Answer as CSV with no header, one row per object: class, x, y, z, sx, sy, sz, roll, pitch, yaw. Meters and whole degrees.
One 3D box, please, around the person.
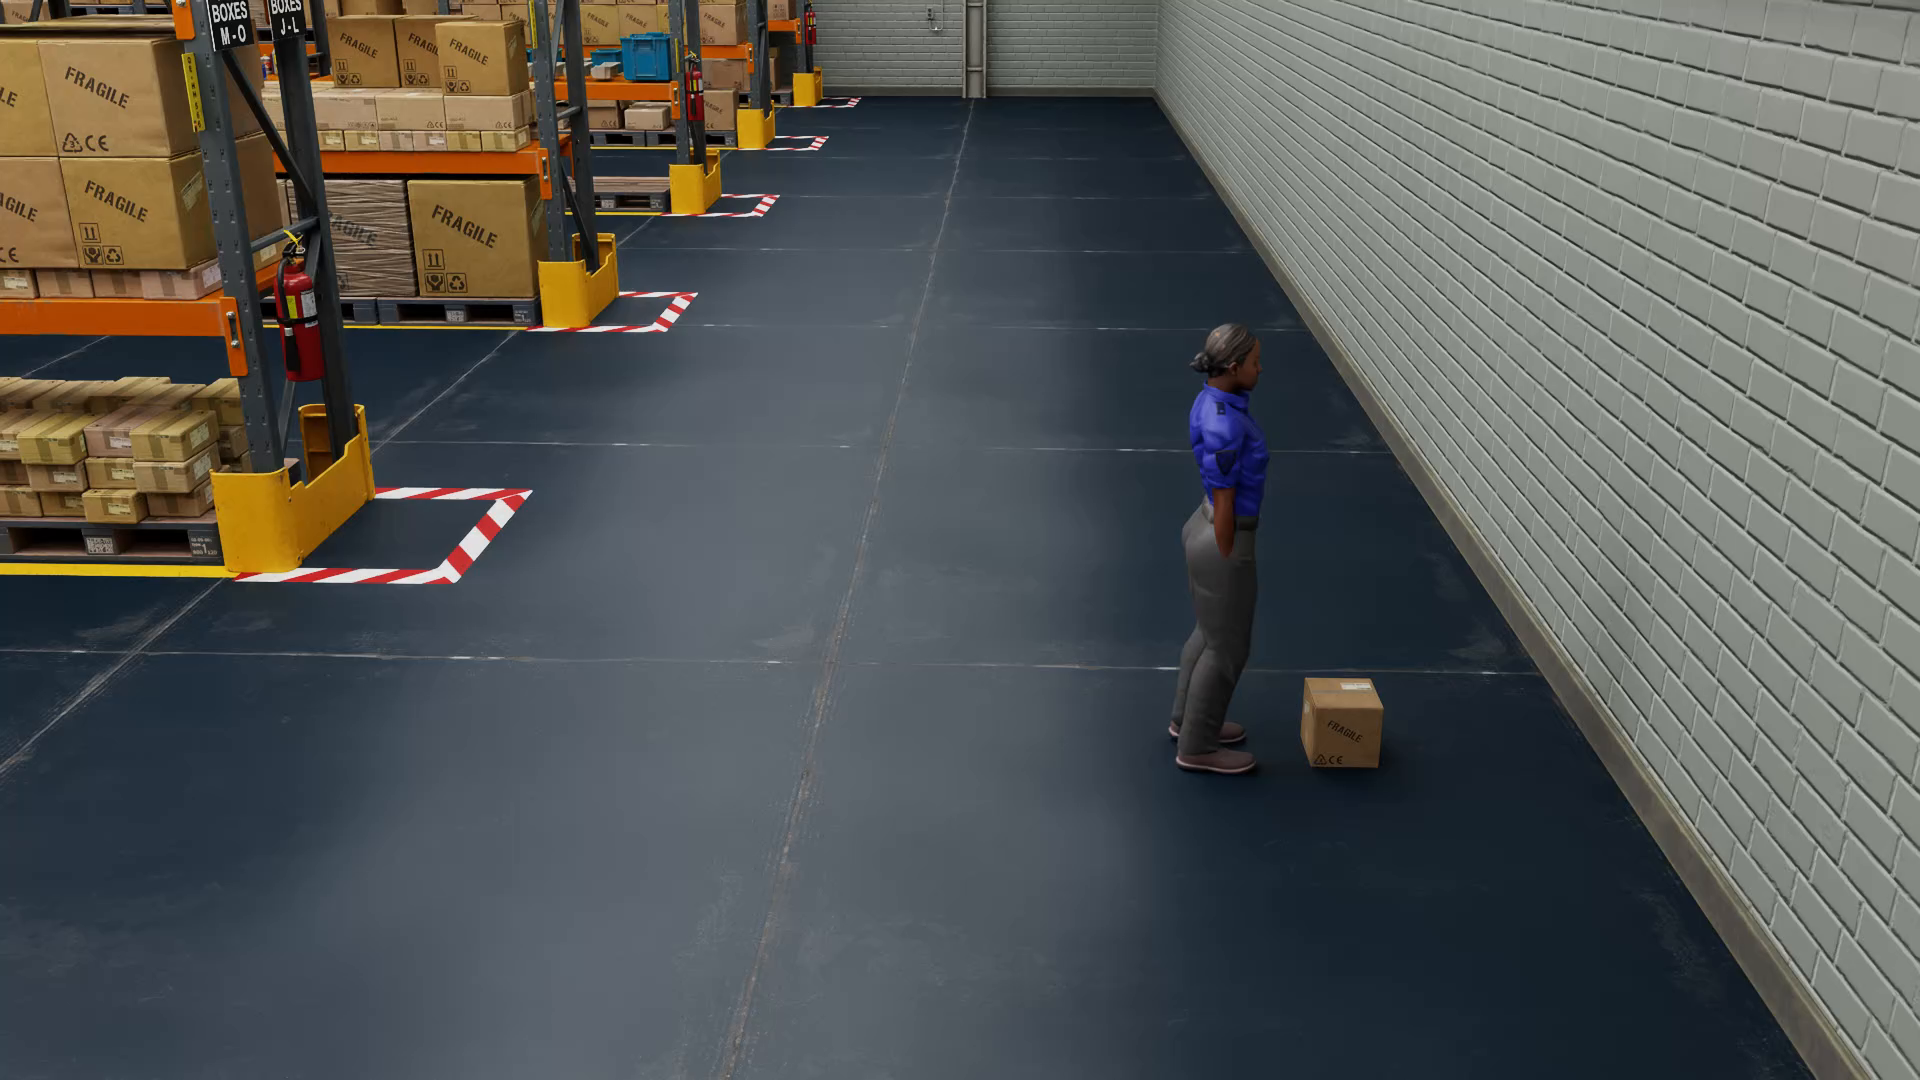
person,0.953,0.025,6.029,0.307,1.656,0.436,1,21,3
